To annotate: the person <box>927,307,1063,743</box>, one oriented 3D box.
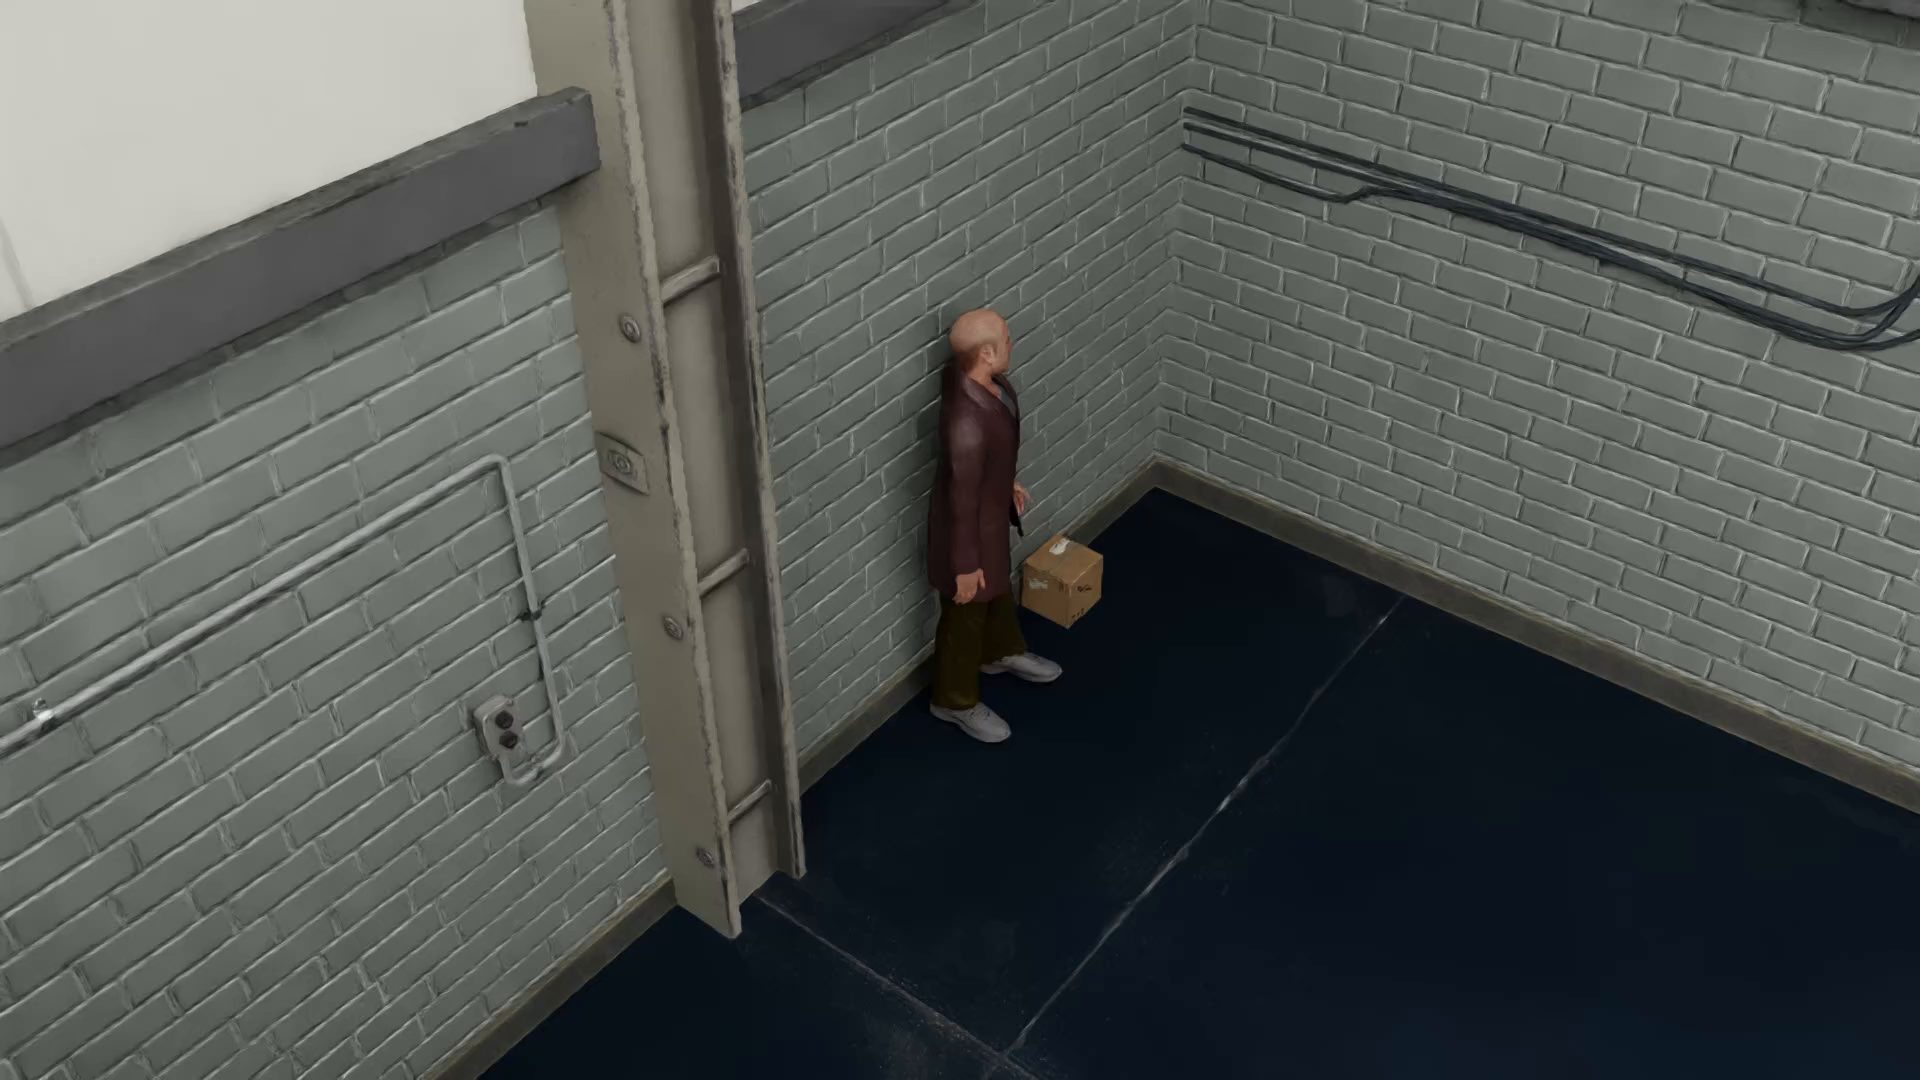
[{"bbox_3d":[0.144,-0.051,6.190,0.535,1.784,0.634,2,38,3],"label":"person"}]
